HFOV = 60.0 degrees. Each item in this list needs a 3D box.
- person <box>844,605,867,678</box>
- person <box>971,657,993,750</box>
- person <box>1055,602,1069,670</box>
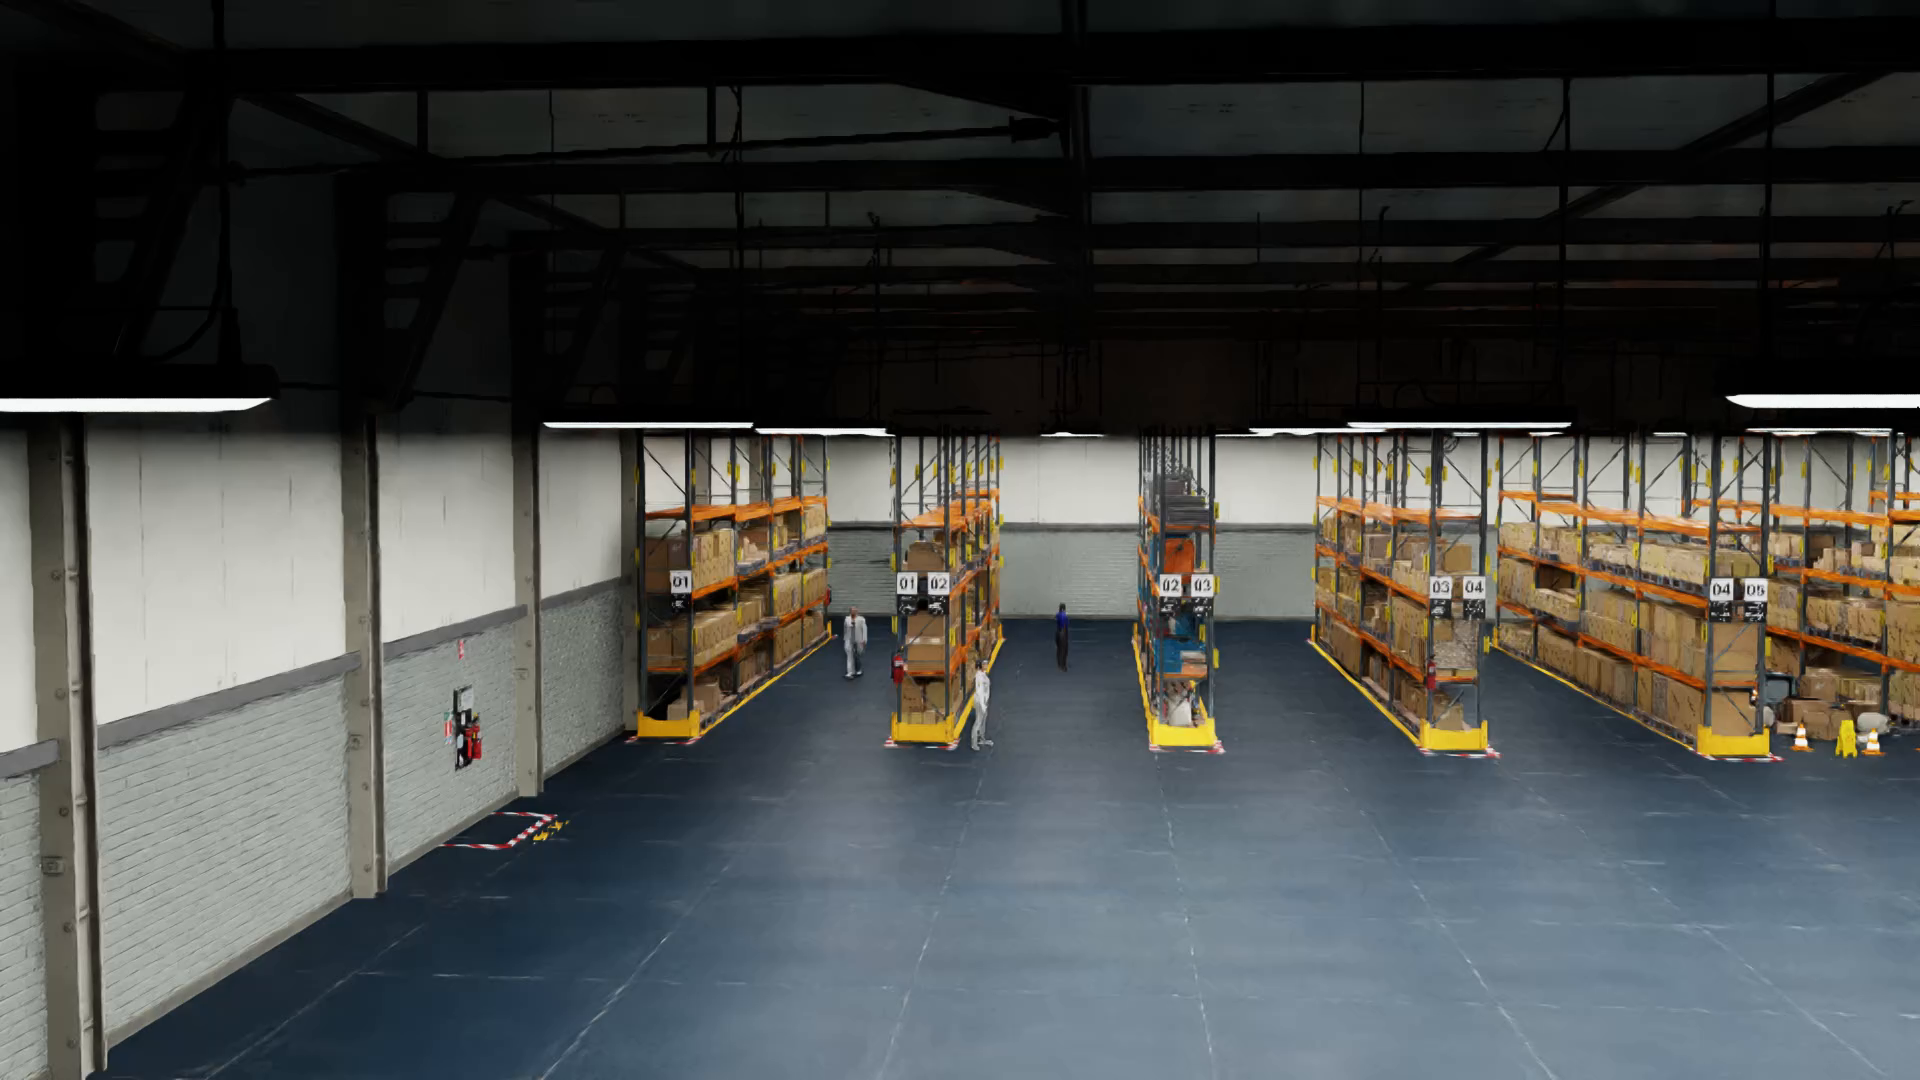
[{"bbox_3d":[-2.524,2.426,39.943,0.604,1.725,1.110,0,3,4],"label":"person"},{"bbox_3d":[0.398,2.995,30.764,0.367,1.683,0.632,1,4,10],"label":"person"},{"bbox_3d":[2.568,2.398,41.454,0.360,1.724,0.526,-1,4,-22],"label":"person"}]
